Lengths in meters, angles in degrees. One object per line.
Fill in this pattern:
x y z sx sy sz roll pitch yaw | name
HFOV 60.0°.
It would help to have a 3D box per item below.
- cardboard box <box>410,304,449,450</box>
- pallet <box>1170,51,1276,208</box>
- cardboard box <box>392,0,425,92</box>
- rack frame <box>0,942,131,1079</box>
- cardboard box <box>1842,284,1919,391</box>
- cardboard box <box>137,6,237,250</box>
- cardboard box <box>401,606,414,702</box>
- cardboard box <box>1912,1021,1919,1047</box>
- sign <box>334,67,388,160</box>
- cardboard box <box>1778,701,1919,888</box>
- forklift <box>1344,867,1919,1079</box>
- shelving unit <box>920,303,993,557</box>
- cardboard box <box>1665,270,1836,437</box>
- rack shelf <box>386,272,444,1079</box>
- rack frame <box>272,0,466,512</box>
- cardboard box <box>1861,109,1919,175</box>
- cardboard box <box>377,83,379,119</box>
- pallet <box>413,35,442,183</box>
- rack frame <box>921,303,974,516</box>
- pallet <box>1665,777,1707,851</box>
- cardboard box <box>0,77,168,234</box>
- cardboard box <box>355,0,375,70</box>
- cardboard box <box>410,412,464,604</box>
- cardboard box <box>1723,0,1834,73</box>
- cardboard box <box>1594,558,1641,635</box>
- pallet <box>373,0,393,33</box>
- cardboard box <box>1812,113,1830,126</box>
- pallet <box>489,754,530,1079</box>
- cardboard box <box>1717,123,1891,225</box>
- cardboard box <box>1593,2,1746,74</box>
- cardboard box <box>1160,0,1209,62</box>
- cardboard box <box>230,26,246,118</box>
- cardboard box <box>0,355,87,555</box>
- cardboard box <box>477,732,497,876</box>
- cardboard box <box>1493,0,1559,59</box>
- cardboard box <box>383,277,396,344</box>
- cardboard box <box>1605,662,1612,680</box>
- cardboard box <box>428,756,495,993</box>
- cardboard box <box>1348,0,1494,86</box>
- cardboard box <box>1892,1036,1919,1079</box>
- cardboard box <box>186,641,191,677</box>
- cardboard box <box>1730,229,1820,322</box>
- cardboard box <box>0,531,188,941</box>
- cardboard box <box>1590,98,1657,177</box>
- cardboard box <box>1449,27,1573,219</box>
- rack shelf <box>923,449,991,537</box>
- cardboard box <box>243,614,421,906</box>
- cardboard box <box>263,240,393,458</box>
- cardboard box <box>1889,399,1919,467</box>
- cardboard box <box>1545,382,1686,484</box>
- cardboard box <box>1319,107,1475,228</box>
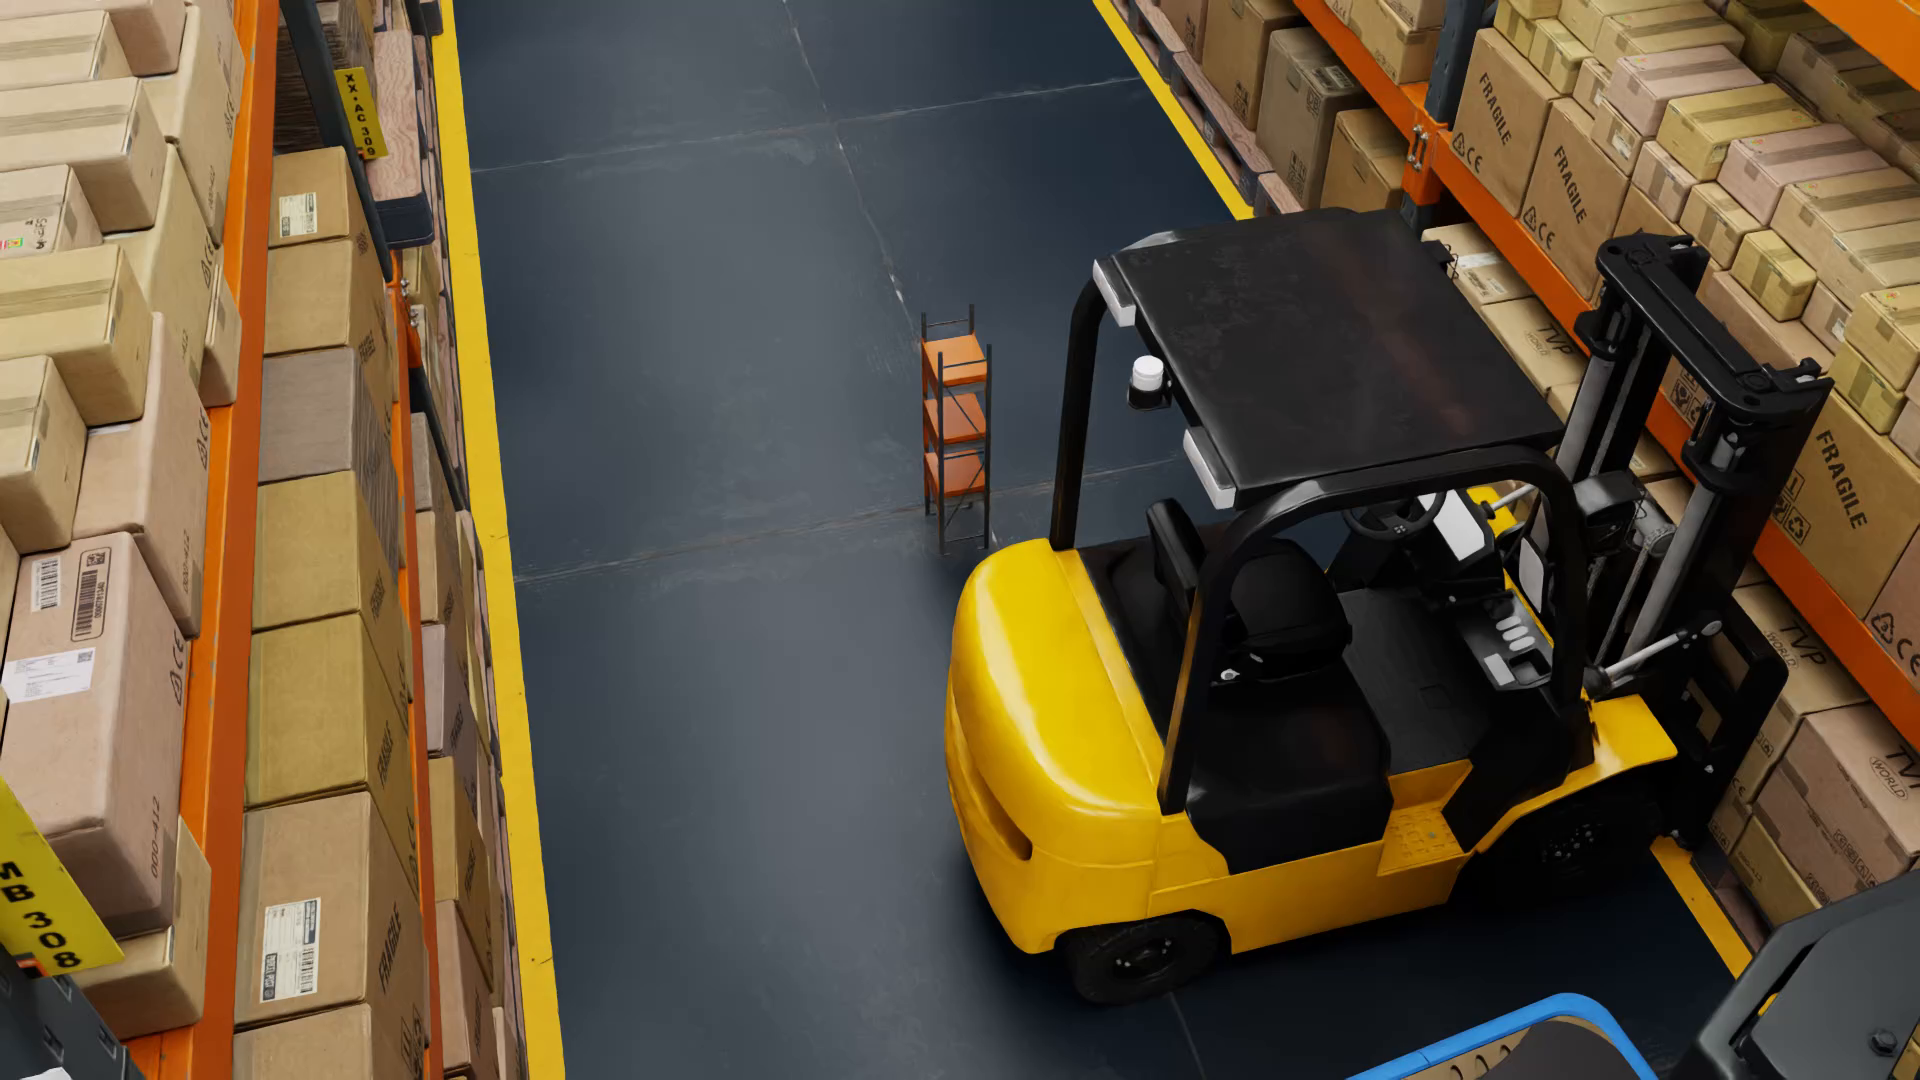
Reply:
-2.605 -0.563 6.747 0.950 0.372 0.625 -10 46 -10 | cardboard box
1.787 -2.254 8.811 1.003 0.211 1.213 -11 47 -10 | pallet
-3.357 -2.571 8.715 0.950 0.372 0.625 -14 47 -13 | cardboard box
-1.444 -0.312 0.755 1.000 3.000 0.127 -11 47 -10 | rack frame
2.634 -0.560 4.467 0.380 0.149 0.250 -10 46 -10 | cardboard box
-1.704 -0.769 3.200 0.500 0.250 0.500 -10 46 -9 | cardboard box
-1.691 0.334 4.498 0.380 0.149 0.250 -10 46 -10 | cardboard box
2.926 1.239 4.717 0.500 0.250 0.500 -11 47 -11 | cardboard box
-1.946 -1.382 5.398 0.100 0.325 0.005 -11 47 -10 | sign
2.797 0.730 4.865 0.500 0.250 0.500 -10 46 -10 | cardboard box
1.670 1.947 2.790 1.130 2.935 3.031 -16 48 -15 | forklift
-0.014 -0.404 6.411 0.215 1.050 0.252 -11 47 -10 | shelving unit
2.578 -0.508 5.078 0.500 0.500 0.500 -10 46 -10 | cardboard box
-1.956 0.658 4.508 1.077 0.370 4.000 -11 47 -10 | rack shelf
-2.468 -0.974 5.604 1.000 3.000 0.127 -11 47 -10 | rack frame
2.999 -1.195 5.089 0.380 0.149 0.250 -11 47 -11 | cardboard box
-2.360 -1.647 6.145 0.380 0.149 0.250 -10 46 -9 | cardboard box
-3.294 -2.220 8.778 1.003 0.211 1.213 -11 47 -10 | pallet
-0.045 -0.489 6.494 0.200 1.050 0.008 -11 47 -10 | rack frame
2.808 0.492 6.120 1.003 0.211 1.213 -11 47 -10 | pallet
-1.559 -0.627 2.782 0.380 0.149 0.250 -10 46 -9 | cardboard box
-2.440 -1.982 6.020 0.500 0.500 0.500 -11 47 -10 | cardboard box
-2.058 -0.062 5.816 0.500 0.500 0.500 -11 47 -11 | cardboard box
2.808 -1.724 5.607 0.380 0.149 0.250 -11 47 -11 | cardboard box
2.531 0.192 5.743 0.500 0.250 0.500 -11 47 -10 | cardboard box
-2.946 -2.309 7.047 1.003 0.211 1.213 -11 47 -10 | pallet
2.894 -1.260 5.360 0.380 0.149 0.250 -9 46 -9 | cardboard box
-1.946 1.303 5.325 1.003 0.211 1.213 -11 47 -10 | pallet
2.530 -1.101 4.997 0.380 0.149 0.250 -11 47 -10 | cardboard box
2.352 -1.638 5.522 0.380 0.149 0.250 -11 47 -11 | cardboard box
1.626 -3.079 9.036 0.875 0.625 0.625 -9 46 -9 | cardboard box
-1.843 -1.061 3.765 0.380 0.149 0.250 -10 46 -9 | cardboard box
-1.423 -0.091 2.257 0.380 0.149 0.250 -11 47 -10 | cardboard box
-1.786 0.918 5.381 0.500 0.250 0.500 -10 46 -10 | cardboard box
2.156 -1.878 5.966 0.380 0.149 0.250 -11 47 -11 | cardboard box
-2.091 -0.720 5.531 0.380 0.149 0.250 -11 47 -11 | cardboard box
2.535 0.379 5.909 0.500 0.250 0.500 -9 46 -9 | cardboard box
-1.649 1.009 4.767 0.500 0.500 0.500 -10 46 -10 | cardboard box
1.947 -2.132 6.844 0.500 0.250 0.500 -10 46 -9 | cardboard box
2.927 1.426 4.883 0.500 0.250 0.500 -10 46 -10 | cardboard box
-1.404 0.183 2.546 0.380 0.149 0.250 -10 46 -9 | cardboard box
2.533 -0.807 4.916 0.380 0.149 0.250 -12 47 -11 | cardboard box
-1.316 0.290 2.162 0.500 0.250 0.500 -11 47 -11 | cardboard box
2.309 -1.341 5.440 0.380 0.149 0.250 -10 46 -9 | cardboard box
2.190 -1.565 6.114 0.500 0.500 0.500 -12 47 -11 | cardboard box
-0.014 -0.202 6.617 0.215 0.259 0.240 -11 47 -10 | rack shelf
-1.565 0.562 3.821 0.500 0.500 0.500 -12 47 -11 | cardboard box
-1.976 -0.498 4.859 0.500 0.500 0.500 -9 46 -9 | cardboard box
2.725 -0.283 4.403 0.380 0.149 0.250 -12 47 -12 | cardboard box
2.409 -0.331 5.905 0.500 0.250 0.500 -9 46 -9 | cardboard box
2.184 -1.558 7.546 0.875 0.625 0.625 -9 46 -9 | cardboard box
